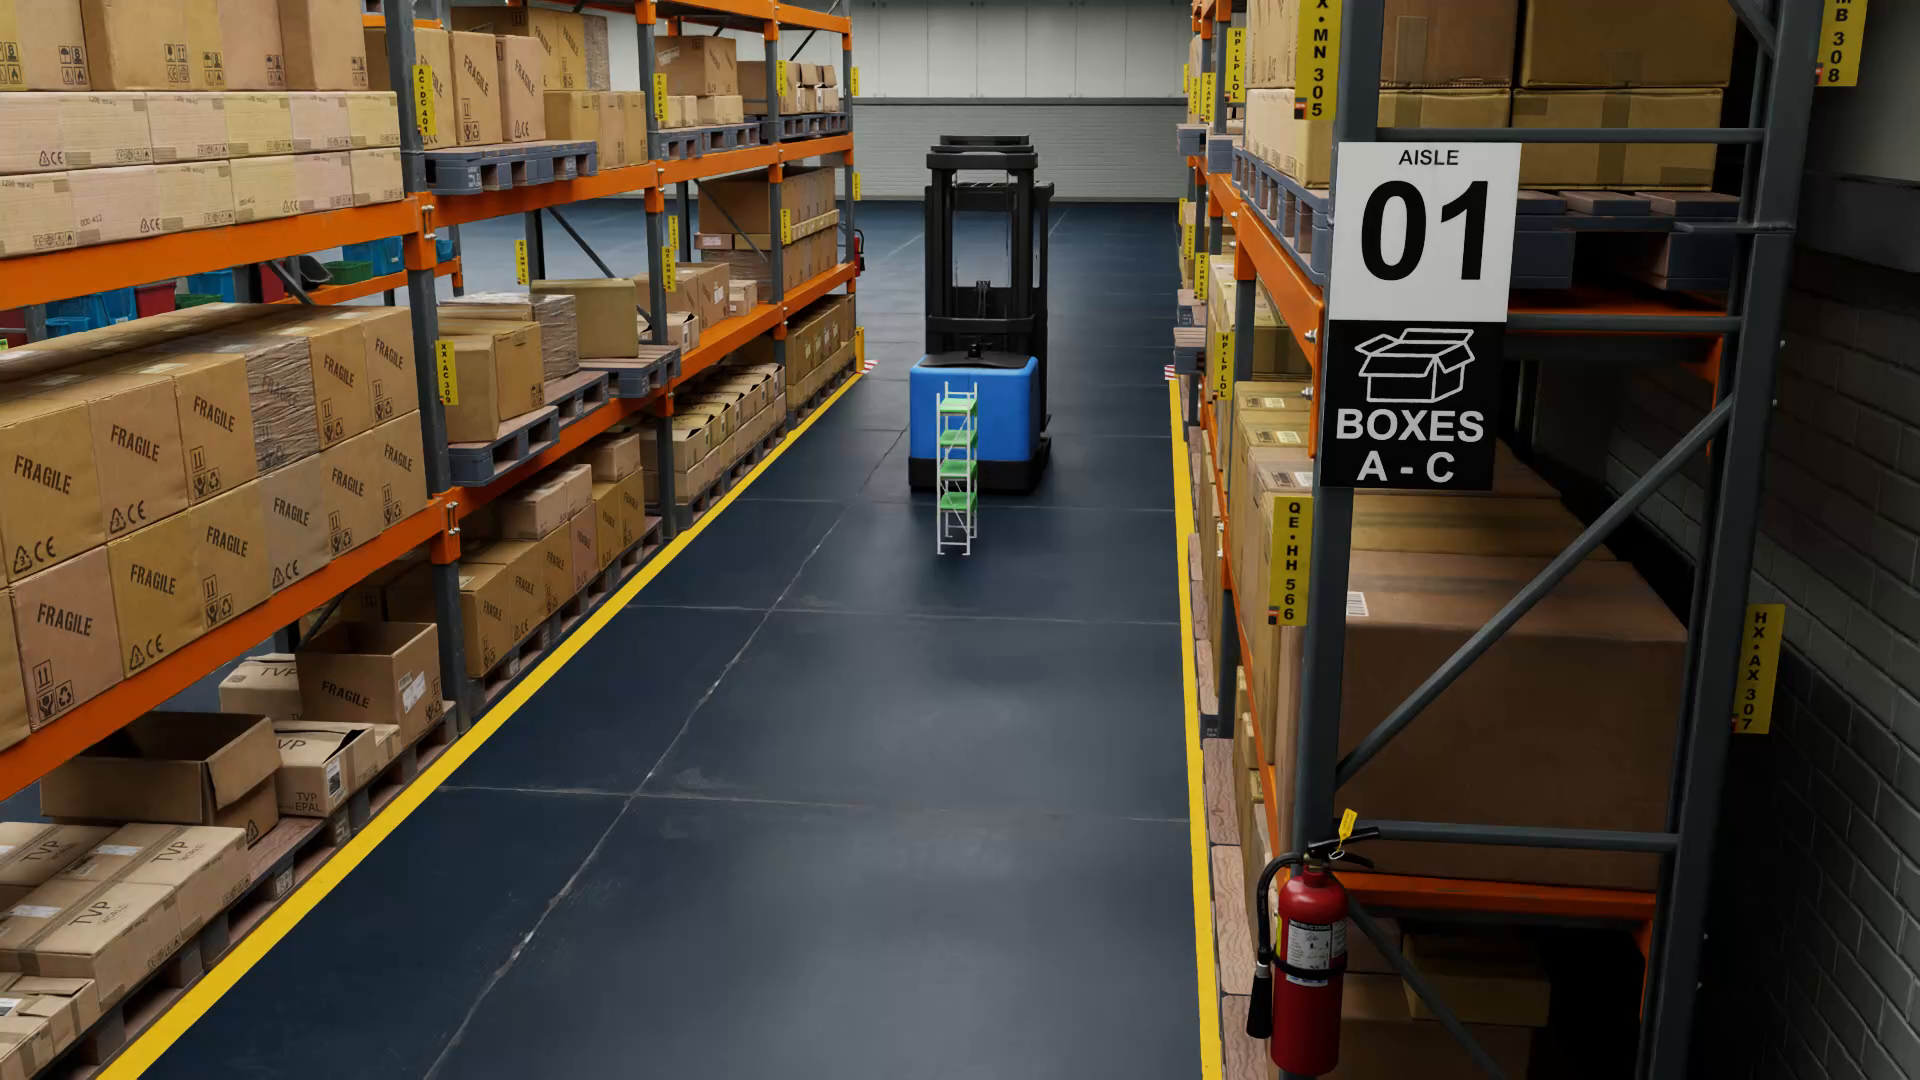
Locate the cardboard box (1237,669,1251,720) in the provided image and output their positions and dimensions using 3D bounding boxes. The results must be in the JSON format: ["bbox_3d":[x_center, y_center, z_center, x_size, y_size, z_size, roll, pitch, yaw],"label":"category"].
[{"bbox_3d":[1.391,0.674,7.166,0.380,0.149,0.250,2,15,8],"label":"cardboard box"}]

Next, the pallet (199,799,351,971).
[{"bbox_3d":[-3.339,1.405,7.062,1.003,0.211,1.213,2,15,6],"label":"pallet"}]

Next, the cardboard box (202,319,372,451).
[{"bbox_3d":[-2.980,-0.696,7.382,0.500,0.500,0.500,1,15,5],"label":"cardboard box"}]

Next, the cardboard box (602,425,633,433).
[{"bbox_3d":[-2.860,-0.763,13.127,0.500,0.311,0.500,2,15,8],"label":"cardboard box"}]

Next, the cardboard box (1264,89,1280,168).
[{"bbox_3d":[1.276,-1.349,5.448,0.500,0.250,0.500,1,15,5],"label":"cardboard box"}]

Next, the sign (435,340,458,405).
[{"bbox_3d":[-2.585,-0.841,8.365,0.100,0.325,0.005,2,15,6],"label":"sign"}]

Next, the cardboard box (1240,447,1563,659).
[{"bbox_3d":[1.559,0.082,6.038,0.980,0.700,0.700,1,15,4],"label":"cardboard box"}]

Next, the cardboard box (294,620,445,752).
[{"bbox_3d":[-2.908,0.714,8.222,0.500,0.500,0.500,2,15,6],"label":"cardboard box"}]

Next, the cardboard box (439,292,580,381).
[{"bbox_3d":[-2.926,-1.327,10.826,0.700,0.500,0.500,5,16,17],"label":"cardboard box"}]

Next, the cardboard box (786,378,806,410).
[{"bbox_3d":[-1.869,-1.498,16.919,0.500,0.250,0.500,2,15,6],"label":"cardboard box"}]

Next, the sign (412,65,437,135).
[{"bbox_3d":[-2.585,-2.120,8.019,0.100,0.325,0.005,2,15,6],"label":"sign"}]

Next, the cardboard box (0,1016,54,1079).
[{"bbox_3d":[-3.188,1.666,5.372,0.380,0.149,0.250,2,15,6],"label":"cardboard box"}]

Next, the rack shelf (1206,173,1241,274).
[{"bbox_3d":[2.023,-1.911,9.615,1.077,0.370,4.000,2,15,6],"label":"rack shelf"}]

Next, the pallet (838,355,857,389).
[{"bbox_3d":[-1.816,-2.003,19.666,1.003,0.211,1.213,2,15,6],"label":"pallet"}]

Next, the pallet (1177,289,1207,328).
[{"bbox_3d":[2.469,-2.080,14.975,1.003,0.211,1.213,2,15,6],"label":"pallet"}]

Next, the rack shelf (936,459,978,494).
[{"bbox_3d":[-0.019,-0.475,12.363,0.258,0.148,0.480,2,15,6],"label":"rack shelf"}]

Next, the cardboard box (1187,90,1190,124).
[{"bbox_3d":[2.769,-4.692,18.292,0.500,0.500,0.500,3,15,10],"label":"cardboard box"}]

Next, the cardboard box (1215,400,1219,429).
[{"bbox_3d":[1.711,-0.883,9.381,0.500,0.500,0.500,2,15,6],"label":"cardboard box"}]

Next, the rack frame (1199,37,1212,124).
[{"bbox_3d":[2.700,-5.263,14.884,1.000,3.000,0.127,2,15,6],"label":"rack frame"}]

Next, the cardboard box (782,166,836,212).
[{"bbox_3d":[-1.843,-4.089,19.361,0.700,0.500,0.500,2,15,6],"label":"cardboard box"}]

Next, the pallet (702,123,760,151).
[{"bbox_3d":[-2.309,-3.638,14.990,0.805,0.209,1.217,1,15,4],"label":"pallet"}]

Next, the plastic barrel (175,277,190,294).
[{"bbox_3d":[-7.470,-2.482,15.835,0.433,0.535,0.433,0,15,0],"label":"plastic barrel"}]

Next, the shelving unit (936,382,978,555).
[{"bbox_3d":[-0.019,-0.536,12.347,0.258,1.200,0.503,2,15,6],"label":"shelving unit"}]

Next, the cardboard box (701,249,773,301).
[{"bbox_3d":[-2.179,-2.675,16.617,0.700,0.500,0.500,1,15,5],"label":"cardboard box"}]

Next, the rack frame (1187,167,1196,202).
[{"bbox_3d":[3.151,-3.404,19.504,1.000,3.000,0.127,2,15,6],"label":"rack frame"}]

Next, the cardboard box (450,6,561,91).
[{"bbox_3d":[-2.845,-3.075,10.436,0.500,0.500,0.500,2,15,6],"label":"cardboard box"}]

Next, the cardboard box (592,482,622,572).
[{"bbox_3d":[-2.605,-0.096,11.217,0.500,0.500,0.500,1,15,4],"label":"cardboard box"}]

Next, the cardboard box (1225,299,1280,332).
[{"bbox_3d":[1.663,-1.116,8.807,0.500,0.250,0.500,2,15,7],"label":"cardboard box"}]

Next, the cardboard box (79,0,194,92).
[{"bbox_3d":[-3.295,-1.899,6.084,0.700,0.500,0.500,2,15,6],"label":"cardboard box"}]

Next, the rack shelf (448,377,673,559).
[{"bbox_3d":[-2.900,-0.608,10.542,1.077,0.370,4.000,2,15,6],"label":"rack shelf"}]

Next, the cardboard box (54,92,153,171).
[{"bbox_3d":[-3.147,-1.401,5.680,0.500,0.250,0.500,2,15,6],"label":"cardboard box"}]

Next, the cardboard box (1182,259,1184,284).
[{"bbox_3d":[2.613,-2.826,17.615,0.500,0.250,0.500,2,15,7],"label":"cardboard box"}]

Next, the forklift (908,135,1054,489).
[{"bbox_3d":[0.265,-2.177,15.097,1.130,2.935,3.031,2,15,7],"label":"forklift"}]

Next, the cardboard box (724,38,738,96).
[{"bbox_3d":[-2.332,-4.293,15.092,0.500,0.500,0.500,2,15,7],"label":"cardboard box"}]

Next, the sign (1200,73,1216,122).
[{"bbox_3d":[1.709,-3.043,11.433,0.100,0.325,0.005,2,15,6],"label":"sign"}]

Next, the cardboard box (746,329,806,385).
[{"bbox_3d":[-1.859,-1.860,16.820,0.500,0.500,0.500,2,15,6],"label":"cardboard box"}]

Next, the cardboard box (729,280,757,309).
[{"bbox_3d":[-2.235,-2.310,15.746,0.500,0.250,0.500,3,15,10],"label":"cardboard box"}]

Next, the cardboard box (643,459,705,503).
[{"bbox_3d":[-2.323,-0.477,13.141,0.500,0.250,0.500,2,15,6],"label":"cardboard box"}]

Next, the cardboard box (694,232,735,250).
[{"bbox_3d":[-2.405,-2.950,16.390,0.380,0.149,0.250,2,15,6],"label":"cardboard box"}]

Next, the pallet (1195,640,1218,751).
[{"bbox_3d":[1.809,0.852,9.106,1.003,0.211,1.213,2,15,6],"label":"pallet"}]

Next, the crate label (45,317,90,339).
[{"bbox_3d":[-7.175,-1.638,13.295,0.303,0.233,0.416,2,15,6],"label":"crate label"}]

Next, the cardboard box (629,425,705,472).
[{"bbox_3d":[-2.323,-0.747,13.068,0.500,0.311,0.500,2,15,8],"label":"cardboard box"}]

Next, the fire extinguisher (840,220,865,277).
[{"bbox_3d":[-1.297,-3.529,20.113,0.296,0.674,0.183,2,15,6],"label":"fire extinguisher"}]

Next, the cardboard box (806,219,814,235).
[{"bbox_3d":[-1.798,-3.403,18.067,0.380,0.149,0.250,1,15,5],"label":"cardboard box"}]

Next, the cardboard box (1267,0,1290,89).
[{"bbox_3d":[1.275,-1.706,5.332,0.500,0.500,0.500,1,15,4],"label":"cardboard box"}]

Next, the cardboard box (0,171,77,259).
[{"bbox_3d":[-3.197,-1.030,5.265,0.500,0.250,0.500,2,15,6],"label":"cardboard box"}]

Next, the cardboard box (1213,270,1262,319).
[{"bbox_3d":[1.829,-1.513,10.276,0.500,0.250,0.500,2,15,7],"label":"cardboard box"}]

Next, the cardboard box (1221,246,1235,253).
[{"bbox_3d":[2.495,-2.180,13.942,0.700,0.500,0.500,4,16,14],"label":"cardboard box"}]

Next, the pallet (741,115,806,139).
[{"bbox_3d":[-2.152,-4.139,16.644,1.003,0.211,1.213,2,15,6],"label":"pallet"}]

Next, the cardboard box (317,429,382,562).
[{"bbox_3d":[-2.984,-0.214,7.515,0.500,0.500,0.500,2,15,8],"label":"cardboard box"}]

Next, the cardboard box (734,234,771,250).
[{"bbox_3d":[-2.000,-2.937,16.342,0.380,0.149,0.250,2,15,6],"label":"cardboard box"}]

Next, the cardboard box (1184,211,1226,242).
[{"bbox_3d":[2.622,-3.192,17.534,0.500,0.500,0.500,2,15,8],"label":"cardboard box"}]

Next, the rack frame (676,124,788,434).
[{"bbox_3d":[-2.223,-2.511,16.204,1.000,3.000,0.127,2,15,6],"label":"rack frame"}]

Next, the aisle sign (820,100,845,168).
[{"bbox_3d":[-1.472,-4.812,19.732,0.394,0.787,0.004,2,15,6],"label":"aisle sign"}]

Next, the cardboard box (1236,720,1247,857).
[{"bbox_3d":[1.551,1.033,7.078,0.700,0.500,0.500,2,15,6],"label":"cardboard box"}]

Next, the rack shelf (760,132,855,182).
[{"bbox_3d":[-1.997,-4.131,17.824,1.077,0.370,4.000,2,15,6],"label":"rack shelf"}]

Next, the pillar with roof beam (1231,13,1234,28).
[{"bbox_3d":[2.362,-12.444,41.444,9.100,9.000,0.400,2,15,6],"label":"pillar with roof beam"}]
